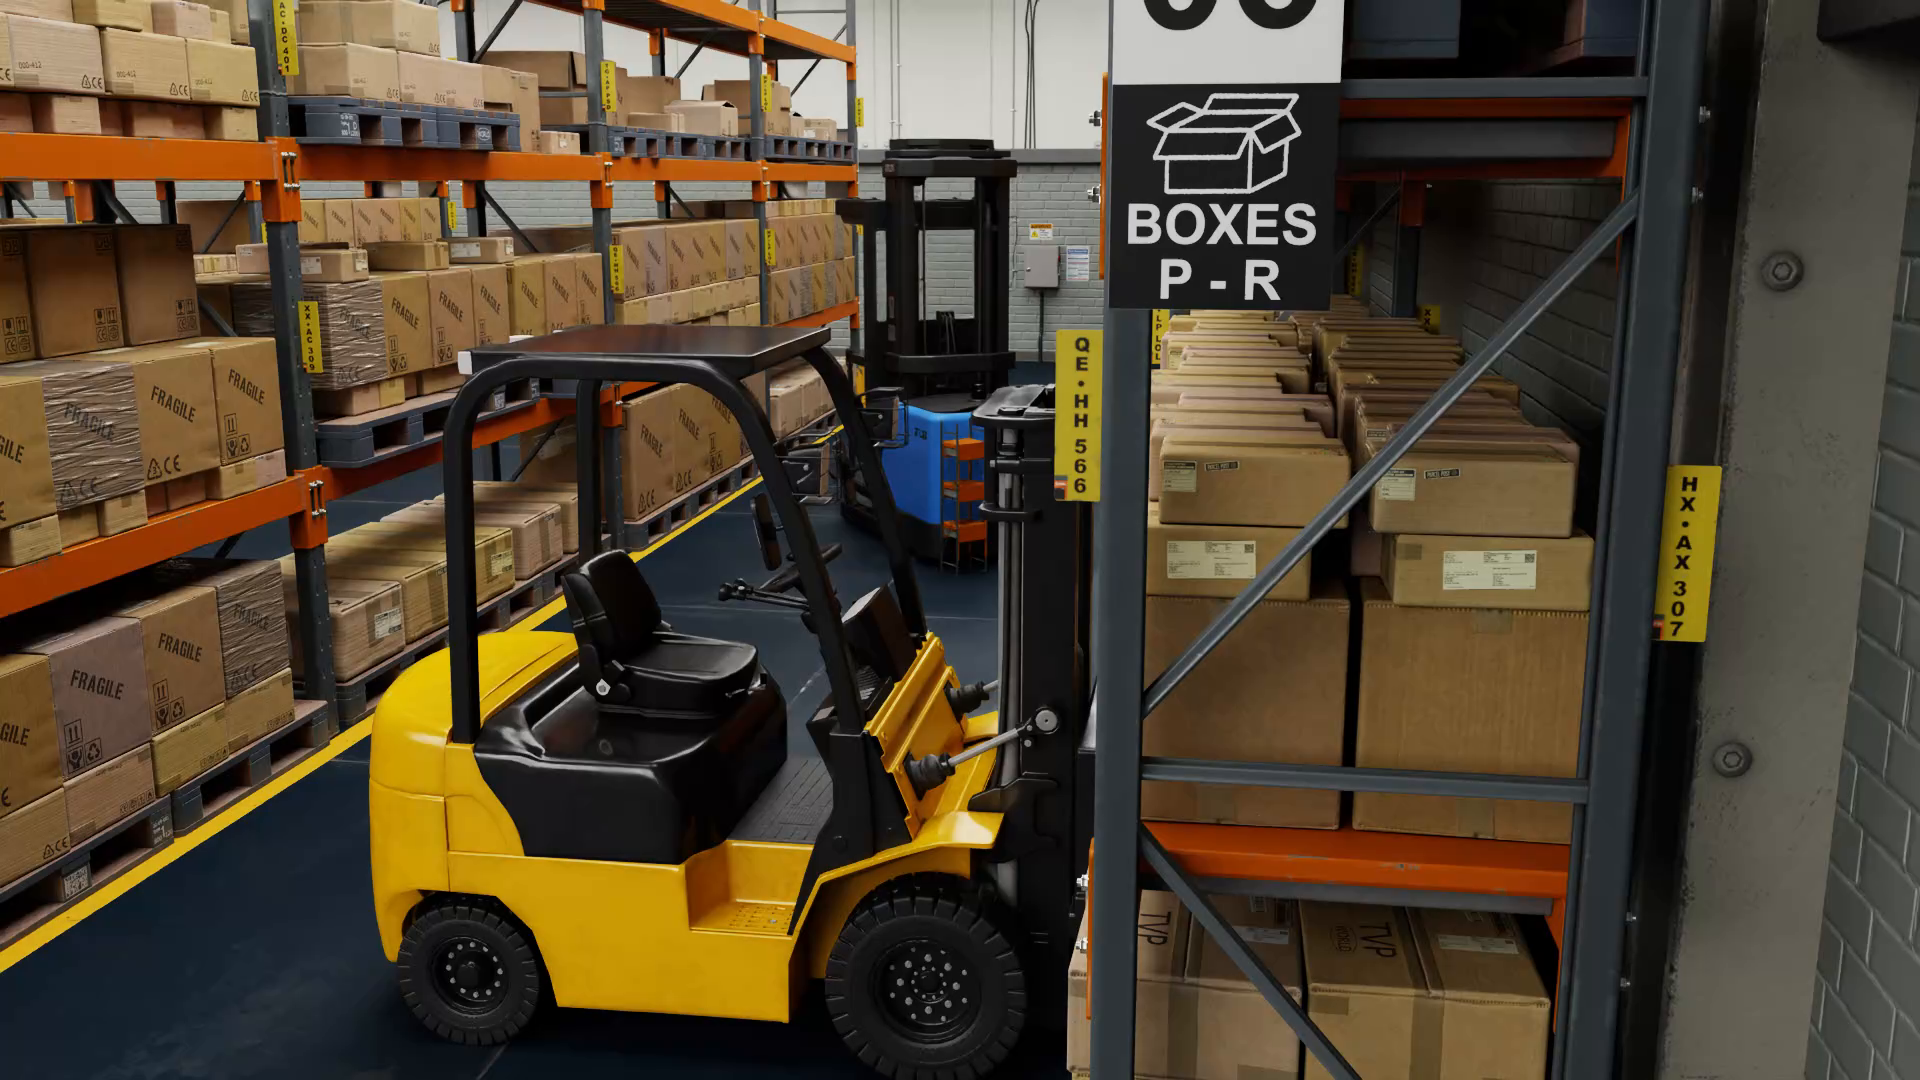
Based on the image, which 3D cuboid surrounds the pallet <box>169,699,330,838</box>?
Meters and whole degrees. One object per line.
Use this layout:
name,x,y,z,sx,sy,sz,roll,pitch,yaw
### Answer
pallet,-3.594,0.979,7.448,1.003,0.211,1.213,2,12,9

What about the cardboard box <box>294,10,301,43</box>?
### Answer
cardboard box,-3.427,-2.705,8.979,0.500,0.250,0.500,2,12,10

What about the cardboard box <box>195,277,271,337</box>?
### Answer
cardboard box,-3.681,-1.028,8.203,0.500,0.500,0.500,2,12,8

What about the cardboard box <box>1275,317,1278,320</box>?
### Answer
cardboard box,2.200,-1.266,10.417,0.500,0.250,0.500,2,12,10

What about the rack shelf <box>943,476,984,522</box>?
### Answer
rack shelf,0.027,-0.283,11.363,0.240,0.259,0.215,-9,15,-35

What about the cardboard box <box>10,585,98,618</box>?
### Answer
cardboard box,-3.954,0.473,6.926,0.500,0.500,0.500,2,12,11

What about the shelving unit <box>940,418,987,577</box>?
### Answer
shelving unit,0.027,-0.293,11.361,0.252,1.050,0.215,-9,15,-35

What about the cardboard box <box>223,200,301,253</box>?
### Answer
cardboard box,-6.892,-3.098,16.434,0.500,0.500,0.500,2,12,10

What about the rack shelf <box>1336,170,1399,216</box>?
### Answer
rack shelf,1.687,-1.896,8.757,1.077,0.370,4.000,2,12,9

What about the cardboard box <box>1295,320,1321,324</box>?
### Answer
cardboard box,1.860,-1.008,8.273,0.380,0.149,0.250,2,12,9

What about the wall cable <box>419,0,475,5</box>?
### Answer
wall cable,-7.197,-8.914,24.862,2.277,5.999,0.120,2,12,9

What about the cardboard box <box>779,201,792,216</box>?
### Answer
cardboard box,-1.870,-3.260,16.351,0.380,0.149,0.250,2,12,8

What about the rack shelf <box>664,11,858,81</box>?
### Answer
rack shelf,-1.988,-4.992,16.953,1.077,0.370,4.000,2,12,9

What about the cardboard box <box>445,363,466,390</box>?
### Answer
cardboard box,-2.993,-0.929,9.282,0.380,0.149,0.250,2,12,9

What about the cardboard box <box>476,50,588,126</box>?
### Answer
cardboard box,-3.002,-3.163,11.687,0.797,0.503,0.637,1,12,5

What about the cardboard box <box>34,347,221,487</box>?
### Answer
cardboard box,-3.421,-0.511,6.801,0.500,0.500,0.500,2,12,11

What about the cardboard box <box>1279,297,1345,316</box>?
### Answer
cardboard box,2.115,-1.379,9.995,0.380,0.149,0.250,2,12,9

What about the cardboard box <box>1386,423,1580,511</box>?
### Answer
cardboard box,1.130,-0.160,3.631,0.380,0.149,0.250,2,12,11

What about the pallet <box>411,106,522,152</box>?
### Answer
pallet,-3.169,-2.240,9.094,1.213,0.211,1.003,2,12,9

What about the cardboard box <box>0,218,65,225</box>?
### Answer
cardboard box,-11.288,-3.673,20.284,0.500,0.500,0.500,2,12,9

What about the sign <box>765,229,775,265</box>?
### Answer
sign,-1.758,-2.702,15.350,0.100,0.325,0.005,2,12,9

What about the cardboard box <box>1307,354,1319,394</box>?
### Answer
cardboard box,1.584,-0.655,6.637,0.380,0.149,0.250,2,12,8

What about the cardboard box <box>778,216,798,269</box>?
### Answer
cardboard box,-1.899,-2.924,16.330,0.500,0.500,0.500,2,12,8

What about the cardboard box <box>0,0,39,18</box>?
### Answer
cardboard box,-3.492,-1.913,5.832,0.380,0.149,0.250,2,12,9

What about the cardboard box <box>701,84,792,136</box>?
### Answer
cardboard box,-2.120,-4.243,16.461,0.797,0.503,0.637,3,12,13

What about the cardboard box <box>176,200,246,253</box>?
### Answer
cardboard box,-7.397,-3.119,16.529,0.500,0.500,0.500,1,12,7

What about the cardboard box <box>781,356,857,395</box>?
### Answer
cardboard box,-1.683,-1.835,18.972,0.875,0.438,0.875,1,12,7

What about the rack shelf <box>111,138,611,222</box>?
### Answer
rack shelf,-3.218,-2.056,9.500,1.077,0.370,4.000,2,12,9

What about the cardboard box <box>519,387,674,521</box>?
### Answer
cardboard box,-2.722,-0.665,12.506,0.875,0.875,0.875,2,12,8

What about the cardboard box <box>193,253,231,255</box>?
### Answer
cardboard box,-7.407,-2.633,16.650,0.500,0.500,0.500,2,12,9

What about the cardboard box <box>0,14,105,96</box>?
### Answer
cardboard box,-3.497,-1.752,6.031,0.500,0.250,0.500,2,12,8

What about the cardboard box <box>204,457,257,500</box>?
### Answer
cardboard box,-3.306,-0.273,7.236,0.380,0.149,0.250,2,12,10

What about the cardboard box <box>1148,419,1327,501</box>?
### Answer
cardboard box,0.618,-0.177,3.712,0.380,0.149,0.250,2,12,9

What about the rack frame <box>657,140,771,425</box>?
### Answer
rack frame,-2.295,-2.190,15.535,1.000,3.000,0.127,2,12,9

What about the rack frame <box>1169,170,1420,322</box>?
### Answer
rack frame,1.379,-0.365,7.065,1.000,3.000,0.127,2,12,9

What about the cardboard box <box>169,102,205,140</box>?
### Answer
cardboard box,-3.399,-1.743,6.937,0.380,0.149,0.250,2,12,9

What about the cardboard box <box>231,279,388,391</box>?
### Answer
cardboard box,-3.170,-1.013,8.132,0.500,0.500,0.500,2,12,10

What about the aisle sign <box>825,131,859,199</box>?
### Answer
aisle sign,-1.363,-4.298,19.148,0.394,0.787,0.004,2,12,9

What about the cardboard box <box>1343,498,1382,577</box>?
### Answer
cardboard box,1.048,-0.014,3.659,0.380,0.149,0.250,2,12,9

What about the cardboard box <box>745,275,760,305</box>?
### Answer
cardboard box,-2.123,-2.261,15.036,0.500,0.250,0.500,2,12,9

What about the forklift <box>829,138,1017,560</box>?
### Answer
forklift,-0.295,-1.563,12.790,1.130,2.935,3.031,-5,13,-22

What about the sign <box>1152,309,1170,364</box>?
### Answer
sign,0.842,-0.907,7.024,0.100,0.325,0.005,2,12,9

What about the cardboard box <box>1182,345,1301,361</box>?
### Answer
cardboard box,0.918,-0.549,5.436,0.380,0.149,0.250,2,12,8

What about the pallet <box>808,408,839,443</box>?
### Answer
pallet,-1.916,-1.237,17.734,1.003,0.211,1.213,2,12,9

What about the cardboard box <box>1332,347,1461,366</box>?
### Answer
cardboard box,1.400,-0.534,5.369,0.380,0.149,0.250,2,12,8

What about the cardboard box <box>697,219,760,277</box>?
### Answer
cardboard box,-2.116,-2.627,14.950,0.500,0.500,0.500,2,12,10

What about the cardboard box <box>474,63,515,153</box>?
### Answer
cardboard box,-3.117,-2.556,9.867,0.797,0.503,0.637,2,12,9

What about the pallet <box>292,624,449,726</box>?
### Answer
pallet,-3.407,0.676,8.854,1.003,0.211,1.213,2,12,9

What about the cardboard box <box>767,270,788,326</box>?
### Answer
cardboard box,-1.964,-2.328,15.939,0.500,0.500,0.500,2,12,11

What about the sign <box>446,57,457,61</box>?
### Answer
sign,-3.458,-3.135,11.384,0.100,0.325,0.005,2,12,9
